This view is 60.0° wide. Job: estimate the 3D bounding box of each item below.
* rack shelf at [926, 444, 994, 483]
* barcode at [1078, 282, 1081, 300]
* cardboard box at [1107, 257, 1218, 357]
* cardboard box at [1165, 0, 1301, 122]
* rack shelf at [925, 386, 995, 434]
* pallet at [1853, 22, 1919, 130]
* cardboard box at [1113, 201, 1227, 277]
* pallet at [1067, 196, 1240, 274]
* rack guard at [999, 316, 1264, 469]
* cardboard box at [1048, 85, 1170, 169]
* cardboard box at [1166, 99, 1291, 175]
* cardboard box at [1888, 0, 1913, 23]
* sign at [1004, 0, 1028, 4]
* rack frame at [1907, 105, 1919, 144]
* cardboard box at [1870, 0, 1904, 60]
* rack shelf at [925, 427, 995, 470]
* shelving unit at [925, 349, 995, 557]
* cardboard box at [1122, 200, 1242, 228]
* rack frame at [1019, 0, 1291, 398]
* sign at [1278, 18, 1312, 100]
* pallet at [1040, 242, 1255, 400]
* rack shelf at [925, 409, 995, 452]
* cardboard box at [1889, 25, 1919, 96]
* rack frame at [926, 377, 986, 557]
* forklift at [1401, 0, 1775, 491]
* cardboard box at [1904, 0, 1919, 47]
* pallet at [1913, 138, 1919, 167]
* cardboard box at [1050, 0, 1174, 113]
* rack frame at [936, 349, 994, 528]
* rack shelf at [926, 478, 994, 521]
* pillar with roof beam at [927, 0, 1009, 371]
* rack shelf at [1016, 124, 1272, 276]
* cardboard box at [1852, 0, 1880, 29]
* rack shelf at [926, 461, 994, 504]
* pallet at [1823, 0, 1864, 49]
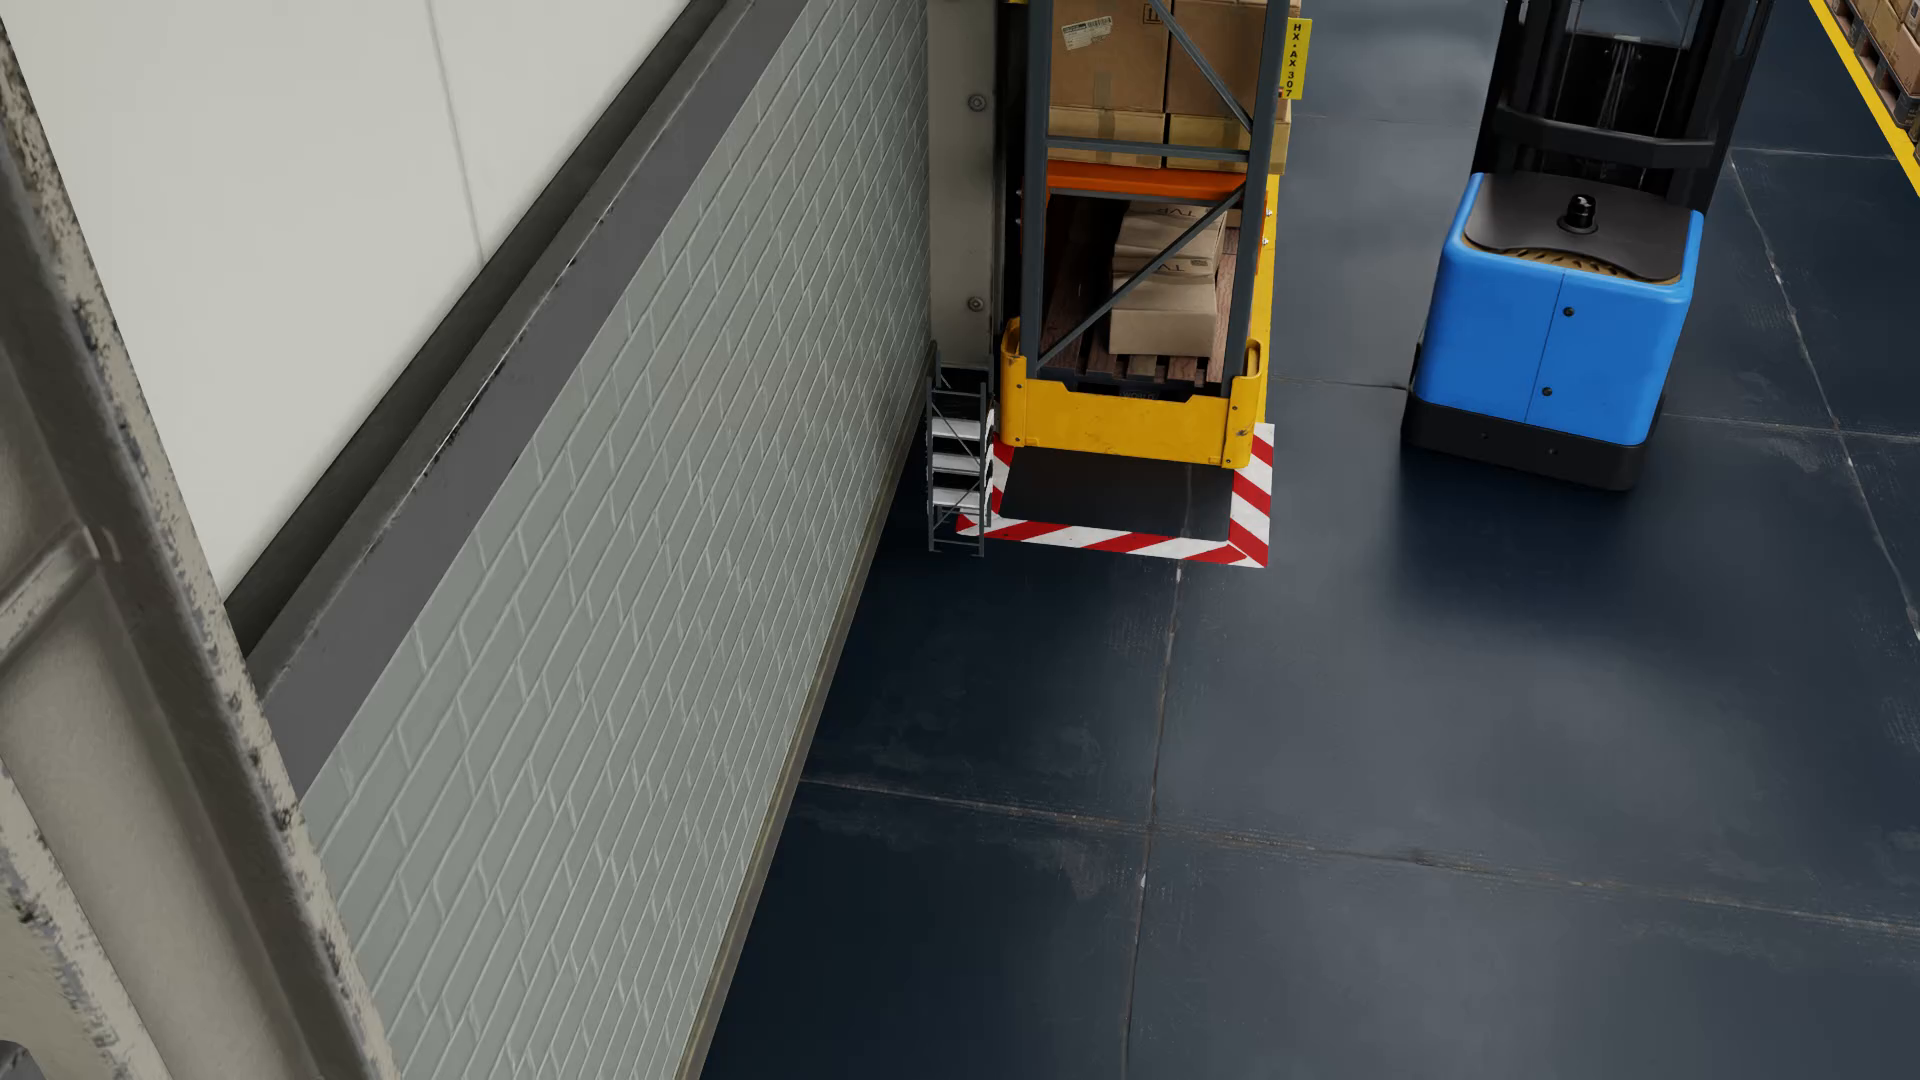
[{"bbox_3d":[0.001,-0.326,6.990,0.258,0.077,0.200,6,40,8],"label":"rack shelf"},{"bbox_3d":[0.584,-1.217,8.126,0.001,0.075,0.075,6,40,8],"label":"barcode"},{"bbox_3d":[0.975,-1.158,8.062,0.500,0.311,0.500,2,40,3],"label":"cardboard box"},{"bbox_3d":[1.145,-2.106,6.957,0.500,0.500,0.500,6,40,8],"label":"cardboard box"},{"bbox_3d":[0.001,-0.534,6.818,0.258,0.077,0.200,6,40,8],"label":"rack shelf"},{"bbox_3d":[6.428,-2.959,10.663,1.003,0.211,1.213,6,40,8],"label":"pallet"},{"bbox_3d":[1.074,-1.516,8.495,0.500,0.311,0.500,10,41,11],"label":"cardboard box"},{"bbox_3d":[1.169,-1.843,9.314,1.003,0.211,1.213,6,40,8],"label":"pallet"},{"bbox_3d":[0.780,-0.685,7.686,1.175,0.500,0.348,6,40,8],"label":"rack guard"},{"bbox_3d":[0.657,-1.865,7.254,0.500,0.250,0.500,7,40,8],"label":"cardboard box"},{"bbox_3d":[1.164,-1.822,7.201,0.500,0.250,0.500,5,40,6],"label":"cardboard box"},{"bbox_3d":[6.210,-3.498,10.516,0.500,0.311,0.500,7,40,9],"label":"cardboard box"},{"bbox_3d":[0.224,-2.243,6.452,0.100,0.325,0.005,6,40,8],"label":"sign"},{"bbox_3d":[6.339,-3.567,9.210,1.000,3.000,0.127,6,40,8],"label":"rack frame"},{"bbox_3d":[6.214,-3.279,10.690,0.500,0.250,0.500,6,40,7],"label":"cardboard box"},{"bbox_3d":[0.001,-0.395,6.933,0.258,0.077,0.200,6,40,8],"label":"rack shelf"},{"bbox_3d":[0.001,-0.352,6.969,0.258,0.900,0.210,6,40,8],"label":"shelving unit"},{"bbox_3d":[1.250,-2.044,8.984,0.700,0.500,0.500,4,40,5],"label":"cardboard box"},{"bbox_3d":[0.767,-1.601,6.832,1.000,3.000,0.127,6,40,8],"label":"rack frame"},{"bbox_3d":[1.301,-1.875,6.484,0.100,0.325,0.005,6,40,8],"label":"sign"},{"bbox_3d":[0.955,-1.080,8.390,1.003,0.211,1.213,6,40,8],"label":"pallet"},{"bbox_3d":[0.001,-0.465,6.876,0.258,0.077,0.200,6,40,8],"label":"rack shelf"},{"bbox_3d":[6.125,-2.962,10.306,0.500,0.250,0.500,6,40,7],"label":"cardboard box"},{"bbox_3d":[-0.016,-0.288,6.892,0.240,0.900,0.006,6,40,8],"label":"rack frame"},{"bbox_3d":[3.088,-2.290,7.720,1.130,2.935,3.031,15,42,17],"label":"forklift"},{"bbox_3d":[6.126,-3.171,10.120,0.500,0.311,0.500,6,40,8],"label":"cardboard box"},{"bbox_3d":[6.160,-1.998,9.501,1.003,0.211,1.213,6,40,8],"label":"pallet"},{"bbox_3d":[0.639,-2.159,7.021,0.500,0.500,0.500,6,40,7],"label":"cardboard box"},{"bbox_3d":[0.019,-0.416,7.046,0.240,0.900,0.006,6,40,8],"label":"rack frame"},{"bbox_3d":[0.001,-0.187,7.105,0.258,0.077,0.200,6,40,8],"label":"rack shelf"},{"bbox_3d":[4.276,-3.973,4.993,9.100,9.000,0.400,6,40,8],"label":"pillar with roof beam"},{"bbox_3d":[1.113,-2.579,8.579,1.077,0.370,4.000,6,40,8],"label":"rack shelf"},{"bbox_3d":[6.302,-3.600,11.078,0.500,0.250,0.500,7,40,9],"label":"cardboard box"},{"bbox_3d":[0.001,-0.257,7.048,0.258,0.077,0.200,6,40,8],"label":"rack shelf"},{"bbox_3d":[6.637,-3.727,11.592,1.003,0.211,1.213,6,40,8],"label":"pallet"}]
